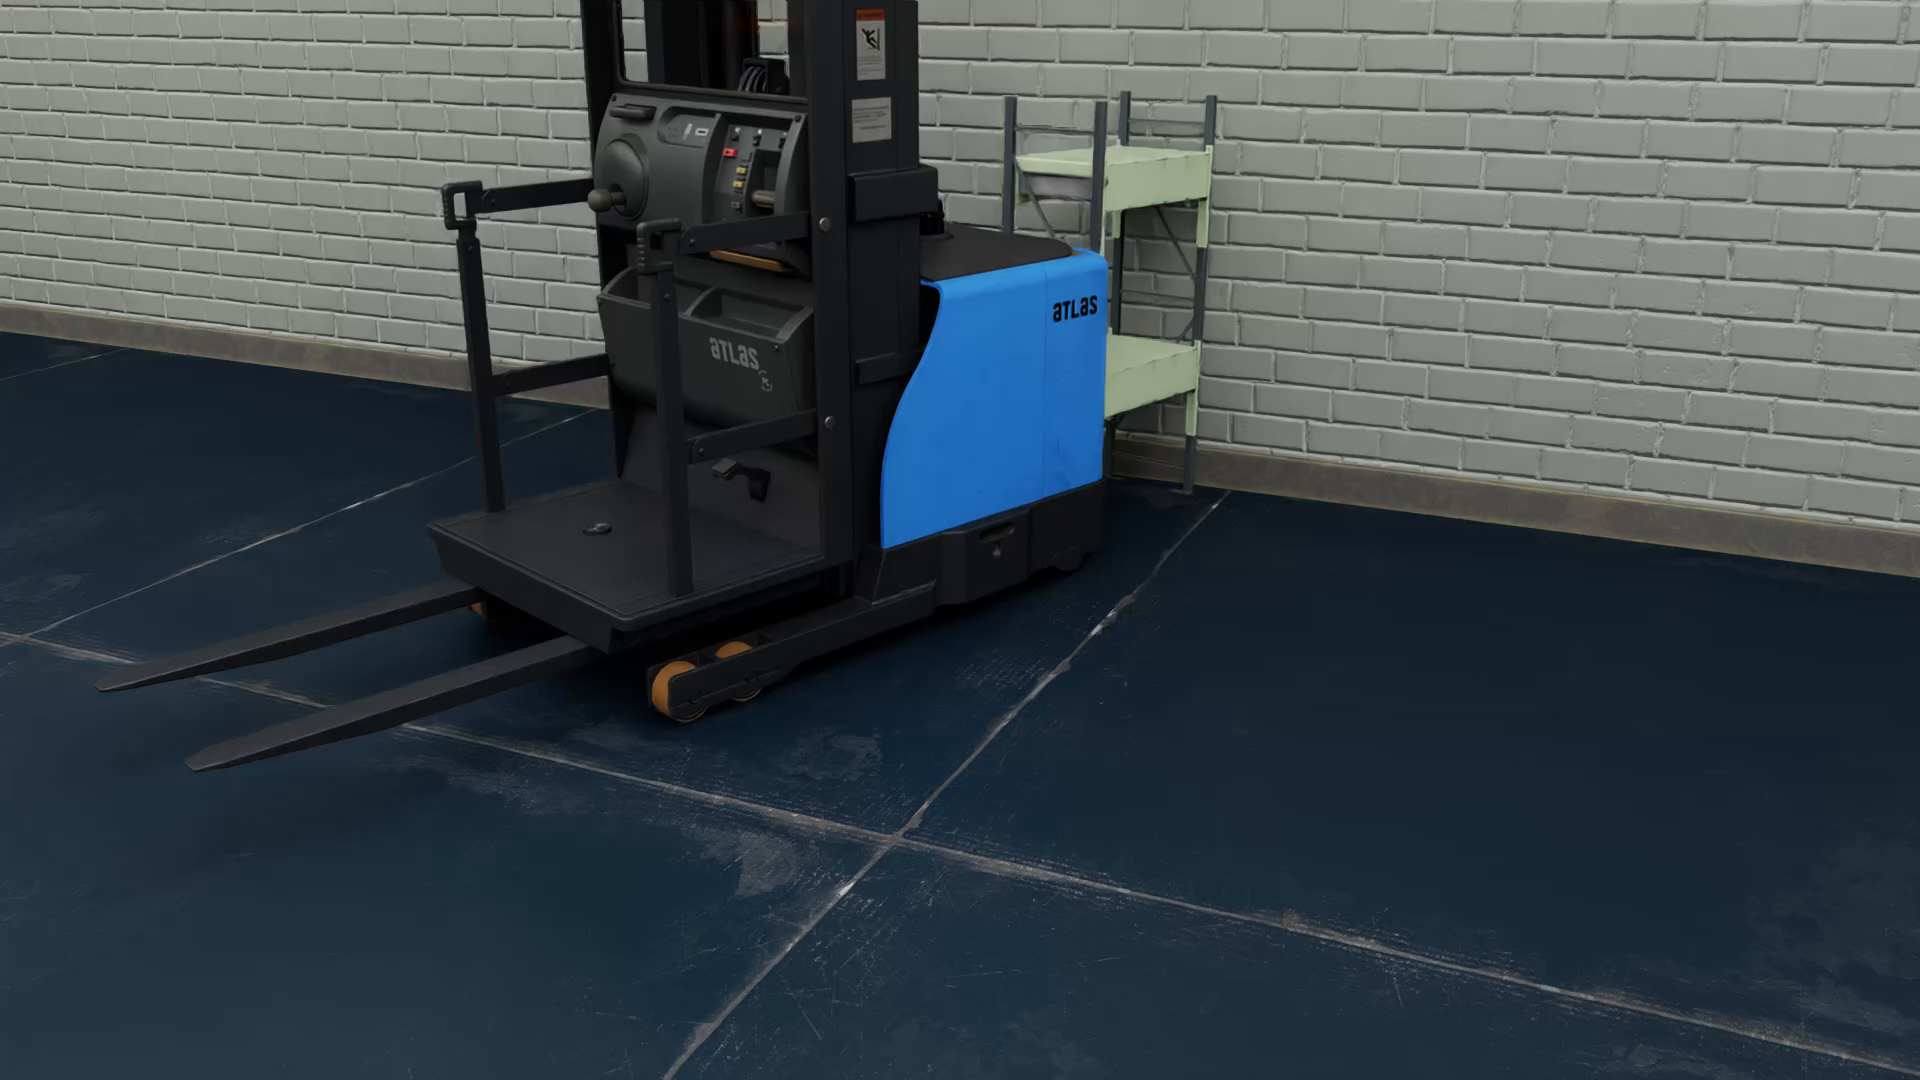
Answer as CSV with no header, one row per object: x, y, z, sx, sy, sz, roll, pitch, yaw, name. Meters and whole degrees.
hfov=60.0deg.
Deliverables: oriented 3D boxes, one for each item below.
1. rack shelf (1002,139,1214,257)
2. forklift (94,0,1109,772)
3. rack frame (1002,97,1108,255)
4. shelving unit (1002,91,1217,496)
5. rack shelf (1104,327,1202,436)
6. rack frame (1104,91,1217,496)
0.536,-1.216,5.946,0.431,0.370,0.720,14,22,35,rack shelf
-0.907,-1.076,4.619,3.031,2.935,1.130,-18,26,-41,forklift
0.307,-0.759,5.787,0.400,1.500,0.023,14,22,35,rack frame
0.530,-0.844,6.065,0.431,1.500,0.755,14,22,35,shelving unit
0.525,-0.533,6.163,0.431,0.370,0.720,14,22,35,rack shelf
0.753,-0.928,6.342,0.400,1.500,0.023,14,22,35,rack frame
